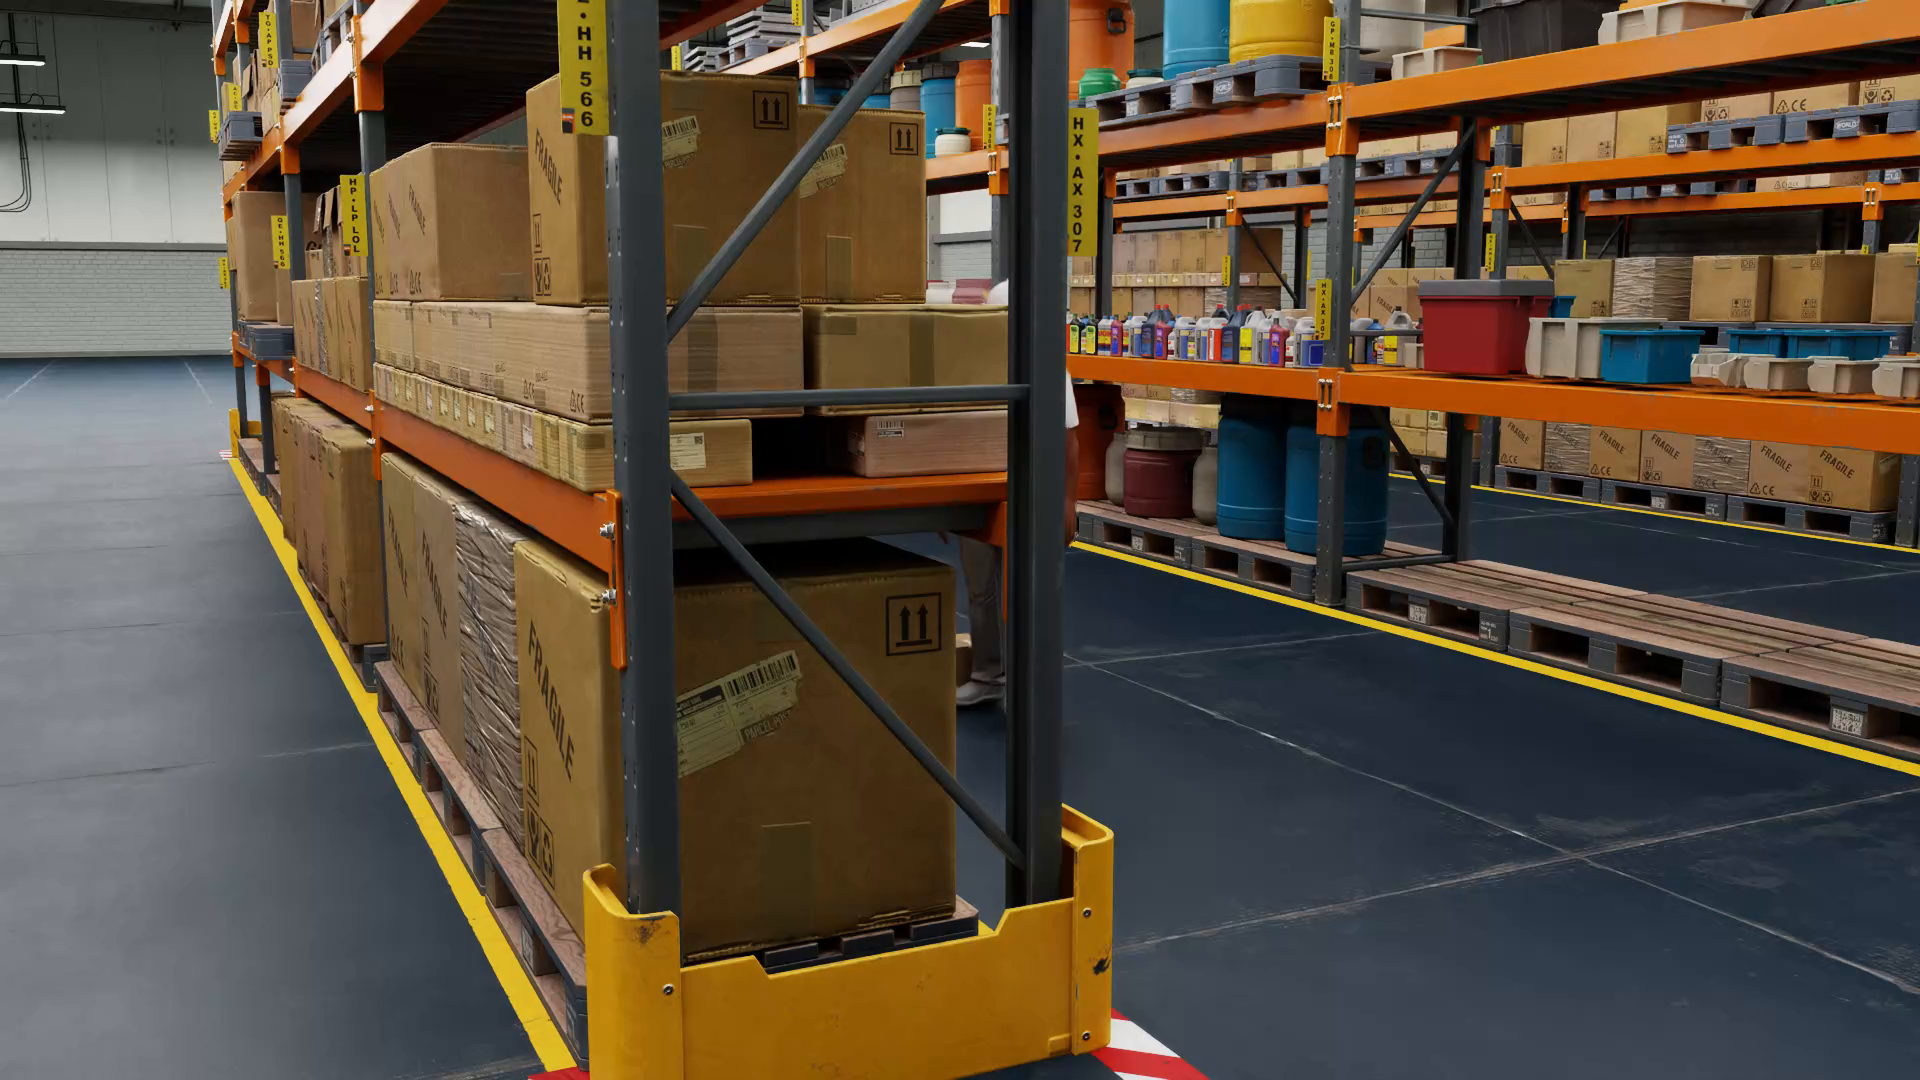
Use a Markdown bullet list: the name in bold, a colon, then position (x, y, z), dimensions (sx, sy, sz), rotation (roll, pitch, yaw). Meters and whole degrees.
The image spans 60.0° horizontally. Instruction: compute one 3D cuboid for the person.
- **person**: position (0.174, -0.149, 6.685), dimensions (0.587, 1.770, 0.537), rotation (2, 9, 15)
